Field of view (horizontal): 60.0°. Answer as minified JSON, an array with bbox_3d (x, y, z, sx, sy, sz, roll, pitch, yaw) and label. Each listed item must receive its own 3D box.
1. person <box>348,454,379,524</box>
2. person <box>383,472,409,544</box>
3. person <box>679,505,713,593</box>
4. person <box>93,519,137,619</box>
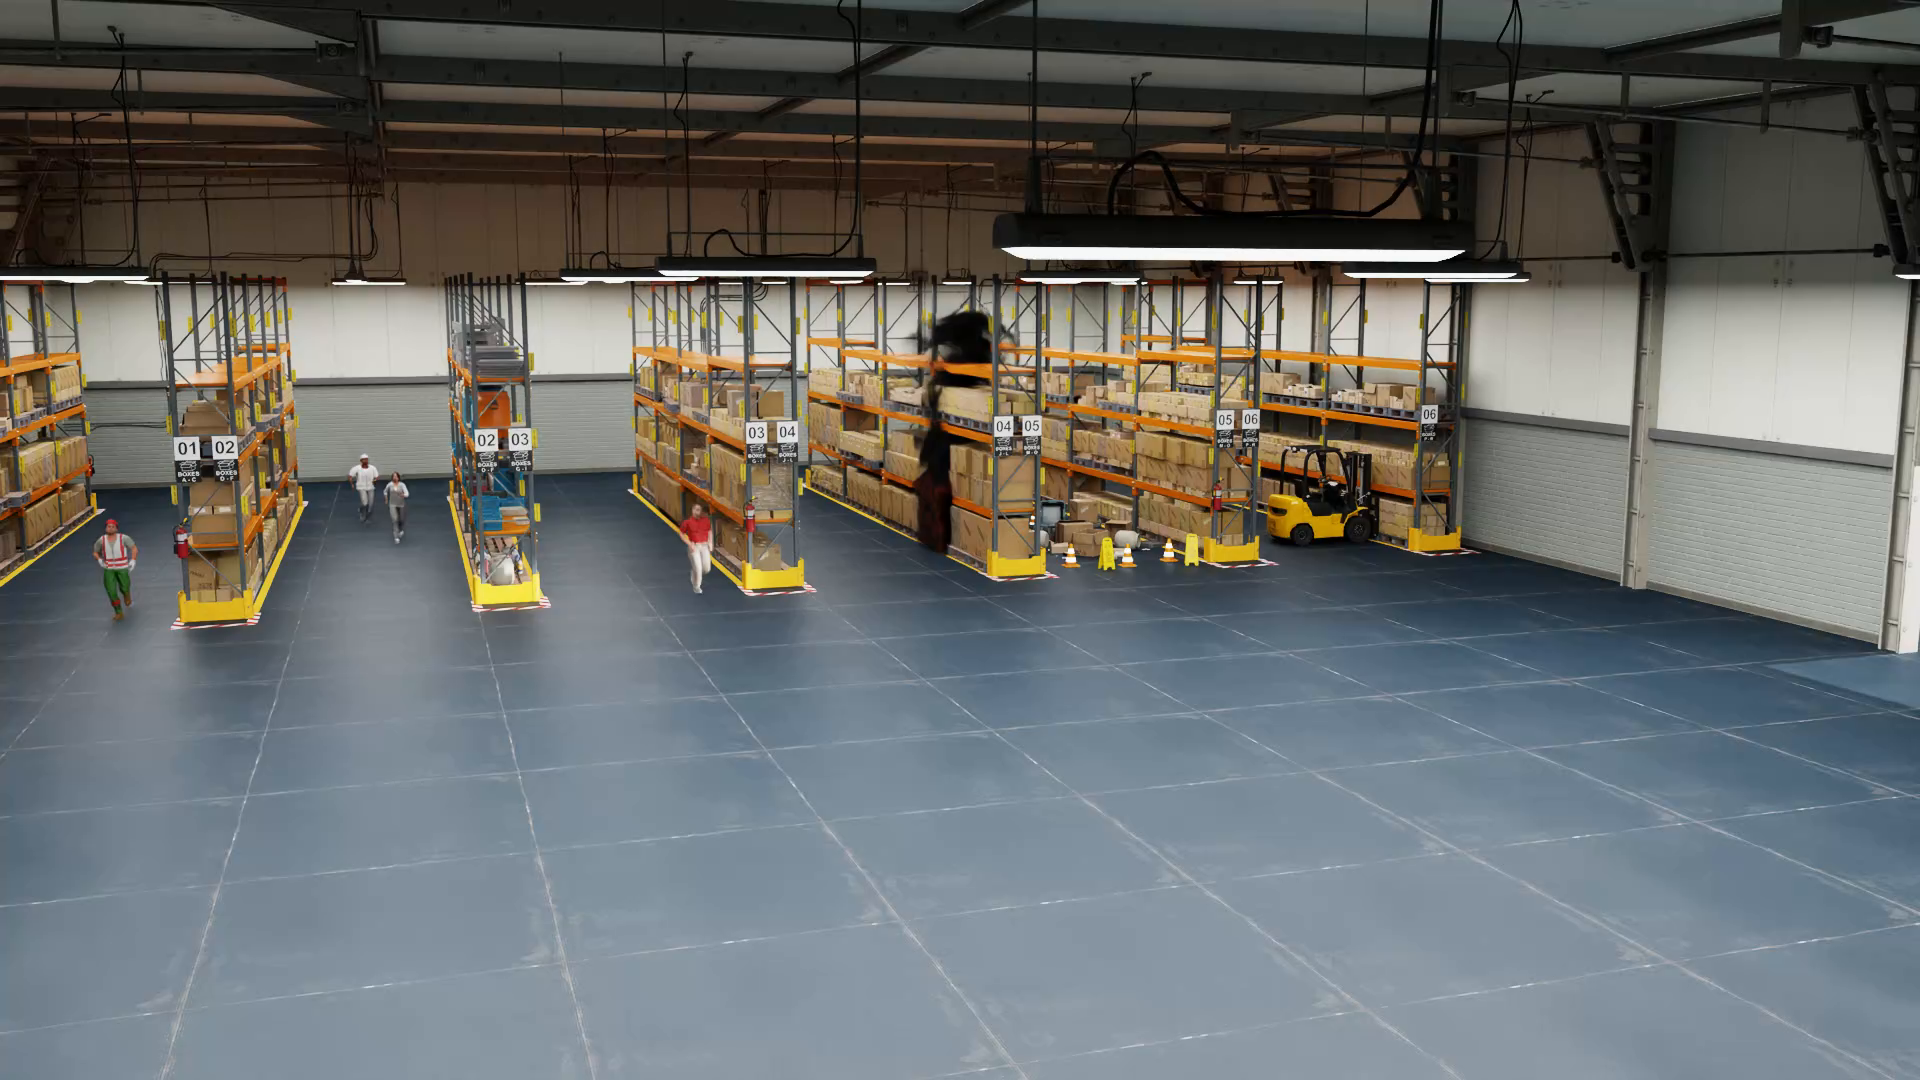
[{"bbox_3d":[-14.444,-1.228,40.436,0.690,1.720,0.597,-6,10,-34],"label":"person"},{"bbox_3d":[-12.757,-0.756,37.661,0.530,1.585,0.893,-3,9,-21],"label":"person"},{"bbox_3d":[-4.984,0.151,31.517,0.676,1.654,0.563,-6,10,-34],"label":"person"},{"bbox_3d":[-14.766,0.496,29.078,0.694,1.736,0.625,-3,9,-22],"label":"person"}]
